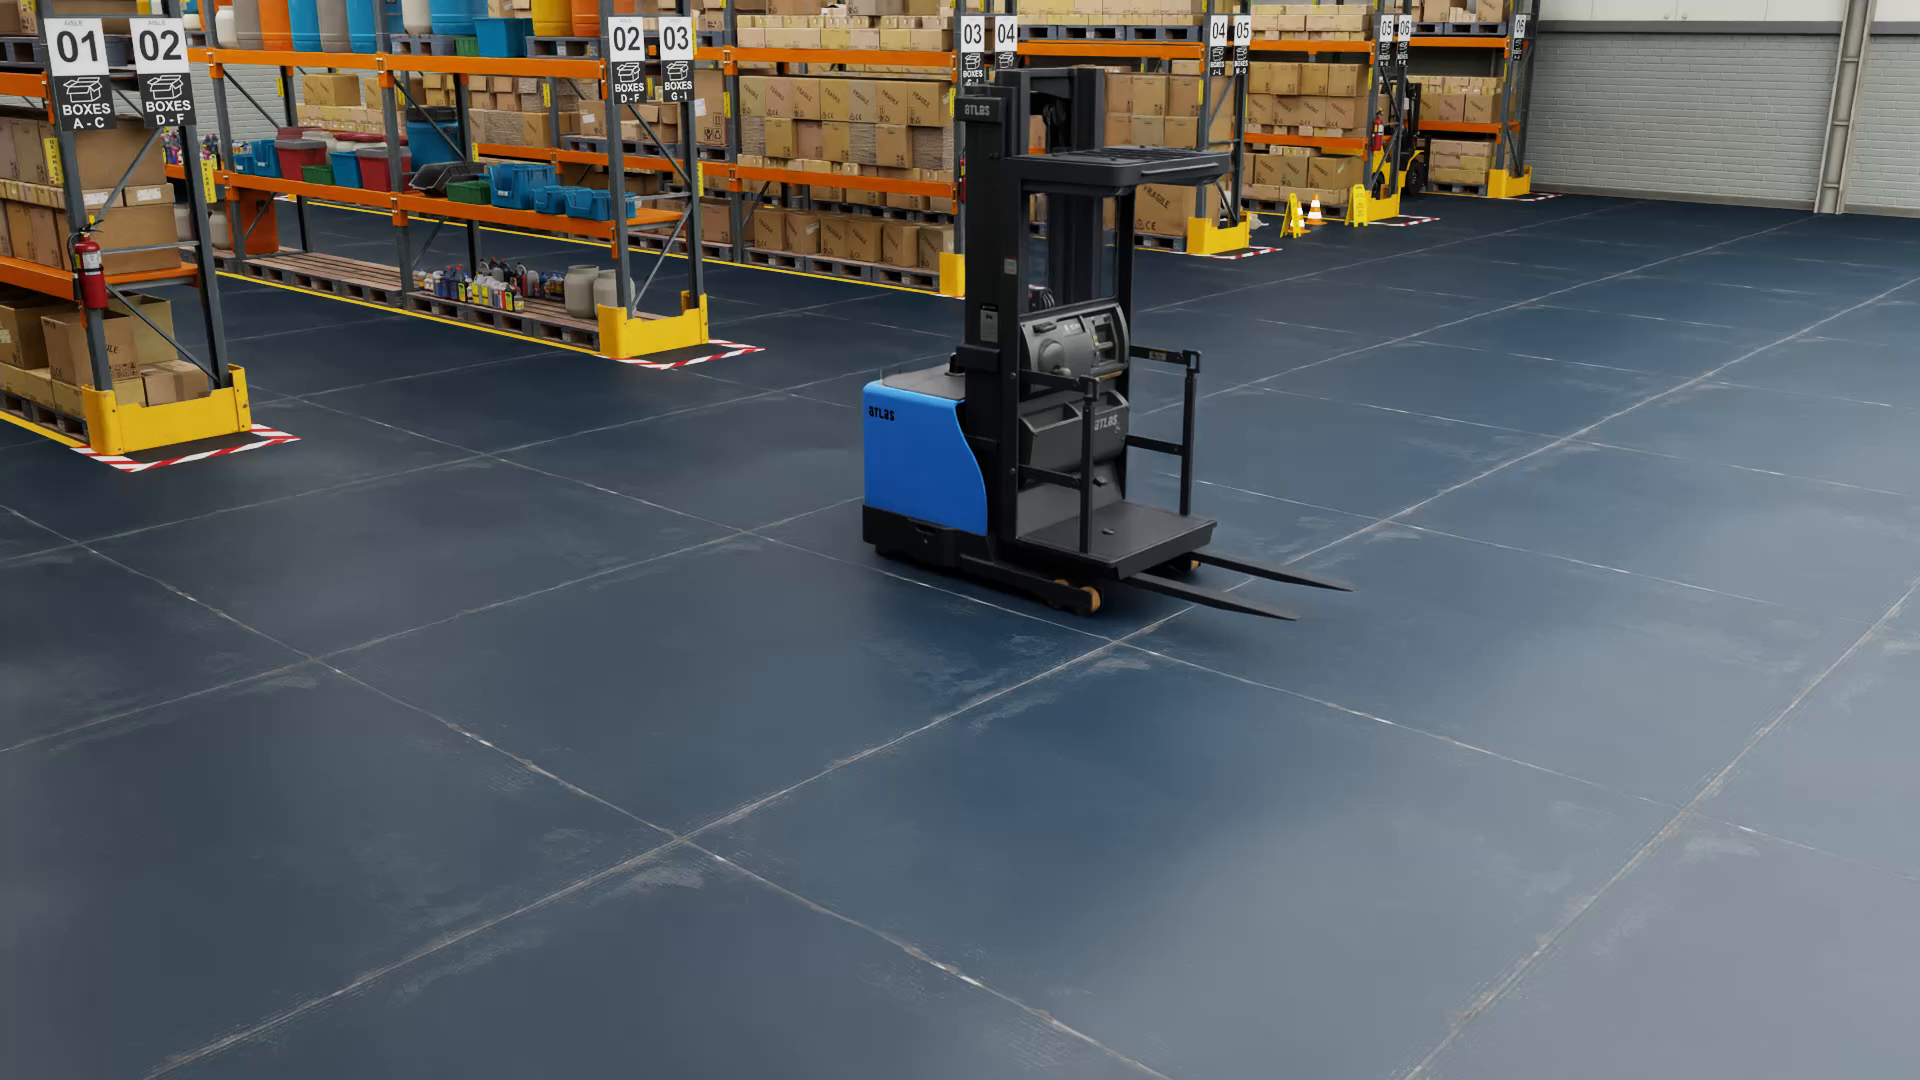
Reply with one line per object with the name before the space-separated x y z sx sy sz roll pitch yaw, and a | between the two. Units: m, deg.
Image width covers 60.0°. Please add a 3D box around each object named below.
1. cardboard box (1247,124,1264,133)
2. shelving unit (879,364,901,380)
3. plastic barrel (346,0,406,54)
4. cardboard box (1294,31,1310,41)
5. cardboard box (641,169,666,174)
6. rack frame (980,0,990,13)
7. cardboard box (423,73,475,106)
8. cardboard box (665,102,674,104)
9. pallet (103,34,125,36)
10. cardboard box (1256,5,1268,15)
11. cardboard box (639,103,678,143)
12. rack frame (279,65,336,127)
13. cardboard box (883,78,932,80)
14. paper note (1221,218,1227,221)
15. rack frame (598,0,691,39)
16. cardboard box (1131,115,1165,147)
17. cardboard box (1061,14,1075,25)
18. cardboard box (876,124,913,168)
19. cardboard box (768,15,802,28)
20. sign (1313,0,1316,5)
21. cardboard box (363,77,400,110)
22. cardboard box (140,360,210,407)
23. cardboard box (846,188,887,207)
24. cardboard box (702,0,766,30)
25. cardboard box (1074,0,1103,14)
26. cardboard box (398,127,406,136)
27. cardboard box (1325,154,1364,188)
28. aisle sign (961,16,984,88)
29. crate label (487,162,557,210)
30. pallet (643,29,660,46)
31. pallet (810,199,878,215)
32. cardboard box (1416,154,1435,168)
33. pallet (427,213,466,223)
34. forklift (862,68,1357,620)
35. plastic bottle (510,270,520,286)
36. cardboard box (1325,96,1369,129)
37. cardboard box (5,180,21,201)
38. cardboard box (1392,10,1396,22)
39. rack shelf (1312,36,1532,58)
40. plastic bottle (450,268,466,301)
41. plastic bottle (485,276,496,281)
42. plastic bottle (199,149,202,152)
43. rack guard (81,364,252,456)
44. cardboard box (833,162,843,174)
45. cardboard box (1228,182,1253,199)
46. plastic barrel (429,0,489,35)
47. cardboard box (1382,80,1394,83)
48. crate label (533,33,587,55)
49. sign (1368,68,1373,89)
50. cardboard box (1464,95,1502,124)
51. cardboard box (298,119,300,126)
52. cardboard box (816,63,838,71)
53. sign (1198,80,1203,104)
cardboard box | 5.066 -6.966 28.110 0.250 0.149 0.380 15 23 39
shelving unit | -0.361 -0.597 10.848 0.252 1.050 0.215 15 23 39
plastic barrel | -6.504 -5.884 18.497 0.708 0.901 0.600 15 23 39
cardboard box | 5.678 -8.249 27.194 0.250 0.149 0.380 15 23 39
cardboard box | -5.754 -6.966 31.220 0.250 0.149 0.380 16 23 40
rack frame | 0.676 -9.244 24.956 0.127 3.000 1.000 15 23 39
cardboard box | -8.192 -7.289 26.887 0.637 0.503 0.797 14 23 38
cardboard box | -5.123 -7.979 30.114 0.250 0.149 0.380 14 23 38
pallet | -11.312 -6.973 23.070 1.003 0.211 1.213 15 23 39
cardboard box | 5.122 -8.785 27.563 0.250 0.149 0.380 16 23 40
cardboard box | -4.050 -5.860 23.343 0.797 0.503 0.637 -15 23 -40
rack frame | -11.667 -7.692 29.983 0.127 3.000 1.000 15 23 39
cardboard box | -0.675 -5.520 20.828 0.500 0.500 0.500 15 23 39
paper note | 4.314 -5.245 27.199 0.148 0.019 0.142 -9 20 -27
rack frame | -2.988 -6.219 15.422 0.127 3.000 1.000 15 23 39
cardboard box | 2.934 -5.823 23.845 0.550 0.550 0.875 15 23 39
cardboard box | 1.676 -7.537 24.092 0.250 0.149 0.380 15 23 39
cardboard box | -0.547 -4.859 20.399 0.500 0.500 0.875 15 23 39
cardboard box | -2.220 -6.599 21.167 0.250 0.149 0.380 15 23 40
sign | 6.825 -10.350 32.024 0.005 0.325 0.100 15 23 39
cardboard box | -9.569 -7.450 27.737 0.500 0.500 0.500 15 23 40
cardboard box | -6.532 -1.287 13.651 0.500 0.250 0.500 15 23 39
cardboard box | -1.264 -5.999 27.670 0.750 0.750 1.050 15 23 40
cardboard box | -2.978 -7.079 22.226 0.637 0.503 0.797 14 22 37
cardboard box | 1.991 -7.668 23.843 0.500 0.250 0.500 15 23 40
cardboard box | -9.121 -6.757 27.450 0.250 0.149 0.380 15 23 40
cardboard box | 6.440 -6.198 27.886 0.500 0.500 0.500 14 22 37
aisle sign | 0.147 -5.639 19.214 0.004 0.787 0.394 15 23 39
crate label | -4.544 -3.685 17.296 0.616 0.435 0.502 15 23 39
pallet | -3.861 -6.979 23.086 1.003 0.211 1.213 15 23 39
pallet | -1.776 -5.684 28.263 1.213 0.211 1.003 15 23 39
cardboard box | 8.830 -7.203 31.465 0.500 0.250 0.500 14 23 38
pallet | -8.048 -5.422 27.440 1.213 0.211 1.003 15 23 39
forklift | 0.826 -1.149 9.477 3.031 2.935 1.130 15 23 39
plastic bottle | -4.970 -2.882 18.587 0.133 0.283 0.061 15 23 39
cardboard box | 6.289 -6.958 27.012 0.500 0.500 0.500 15 23 38
cardboard box | -7.462 -2.837 13.446 0.250 0.149 0.380 16 24 41
cardboard box | 8.086 -9.896 31.329 0.258 0.266 0.396 14 23 38
rack shelf | 8.674 -9.334 31.387 4.000 0.370 1.077 15 23 39
plastic bottle | -5.510 -2.816 18.268 0.185 0.351 0.144 14 22 37
plastic bottle | -5.113 -2.733 18.132 0.135 0.276 0.152 15 23 39
plastic bottle | -9.949 -5.002 21.717 0.097 0.271 0.097 0 18 0
rack guard | -6.261 -1.043 13.163 0.348 0.500 1.175 15 23 39
cardboard box | -1.383 -4.714 21.013 0.250 0.149 0.380 15 23 39
cardboard box | 4.953 -6.025 28.579 0.500 0.250 0.500 15 23 39
plastic barrel | -5.306 -5.807 17.561 0.708 0.901 0.600 15 23 39
cardboard box | 8.236 -8.776 31.667 0.250 0.149 0.380 15 23 39
crate label | -4.168 -5.169 17.318 0.408 0.251 0.502 15 23 39
sign | 6.494 -7.303 26.319 0.005 0.325 0.100 15 23 39
cardboard box | 9.627 -7.933 30.575 0.500 0.500 0.500 14 23 38
cardboard box | -11.621 -7.427 29.561 0.250 0.149 0.380 15 23 40
cardboard box | -2.634 -9.688 34.452 0.500 0.500 0.500 15 23 39
sign | 3.297 -6.127 22.743 0.005 0.325 0.100 15 23 39
